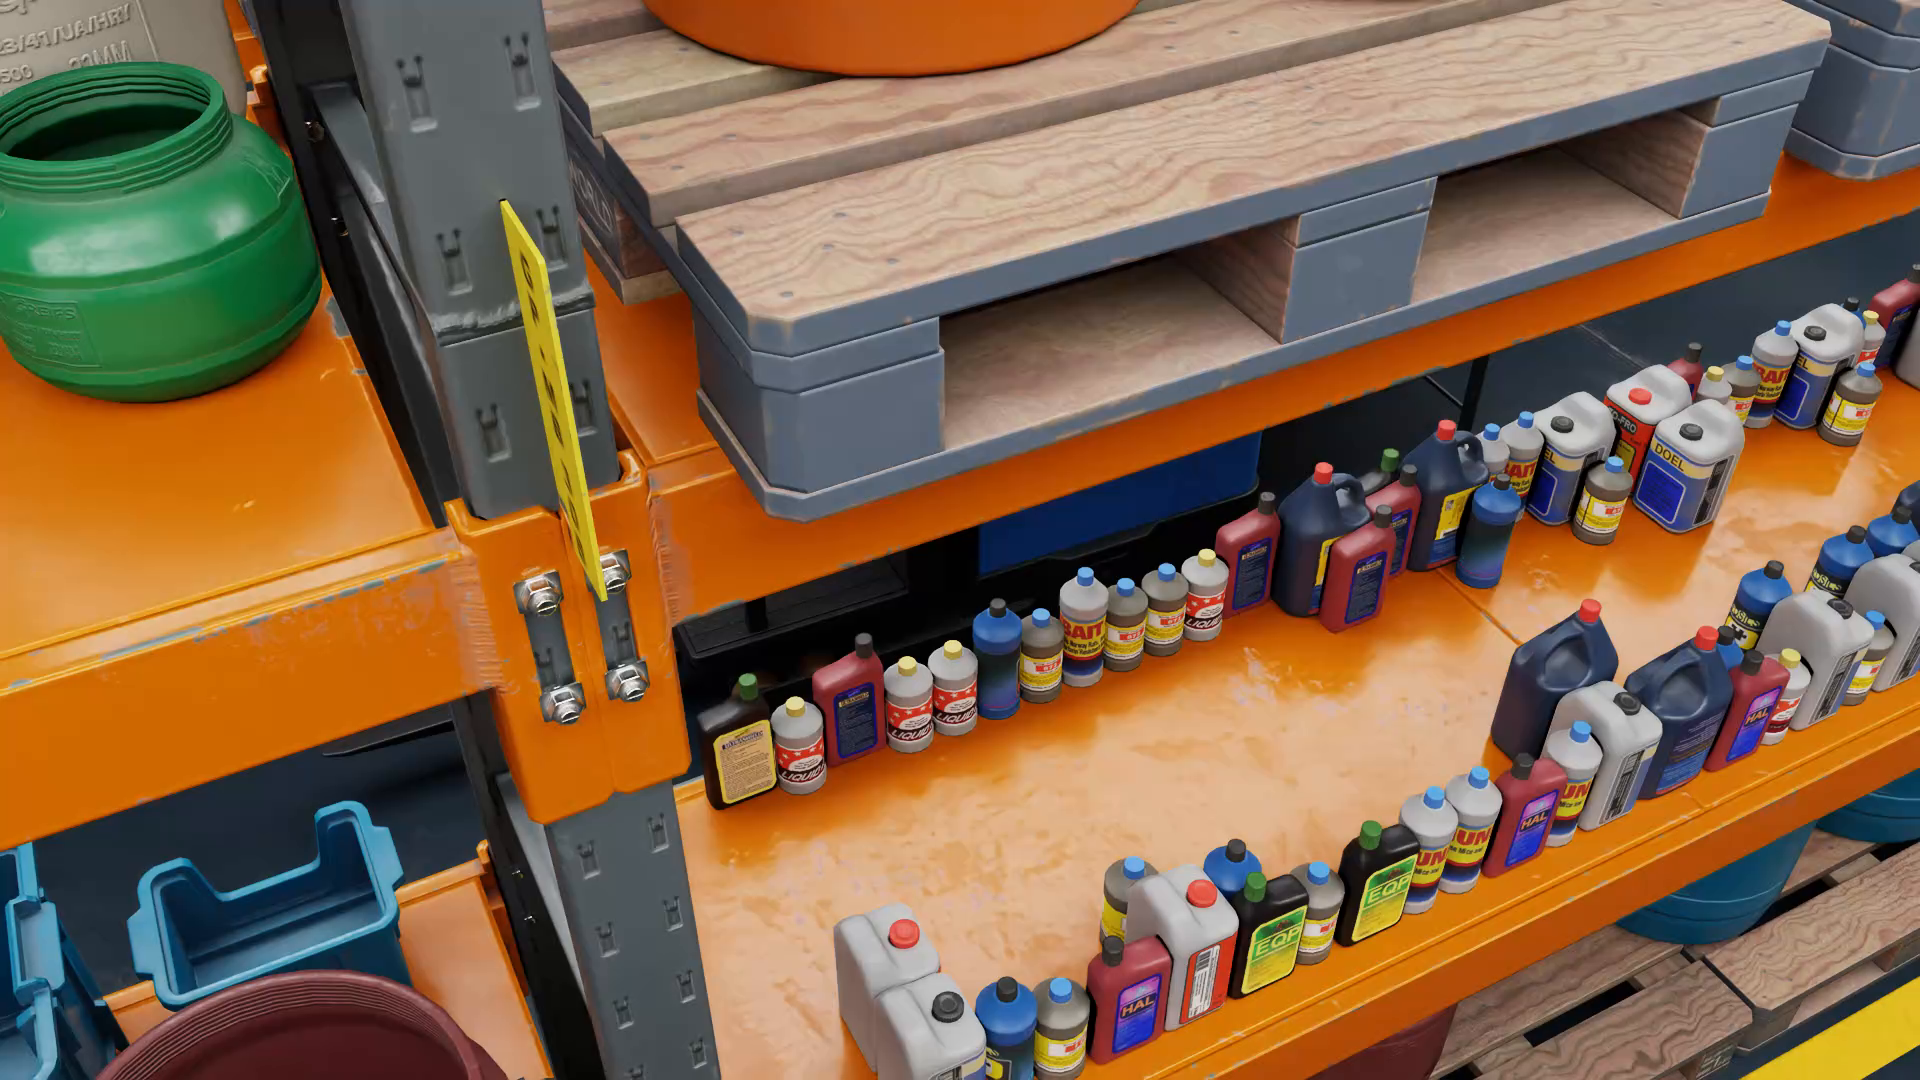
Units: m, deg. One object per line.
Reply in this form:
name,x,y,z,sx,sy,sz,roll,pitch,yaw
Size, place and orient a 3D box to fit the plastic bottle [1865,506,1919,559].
plastic bottle,1.925,0.043,3.477,0.097,0.271,0.097,0,40,0

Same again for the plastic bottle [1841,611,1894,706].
plastic bottle,1.789,0.226,3.315,0.097,0.201,0.097,0,40,0

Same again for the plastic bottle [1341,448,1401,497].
plastic bottle,0.881,-0.065,3.596,0.133,0.283,0.061,-19,44,-21

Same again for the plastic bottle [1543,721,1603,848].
plastic bottle,1.096,0.433,3.016,0.097,0.271,0.097,0,40,0

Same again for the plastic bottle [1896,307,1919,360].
plastic bottle,2.448,-0.593,4.219,0.133,0.283,0.061,-19,44,-21

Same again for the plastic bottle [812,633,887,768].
plastic bottle,-0.211,0.302,3.162,0.133,0.283,0.061,-19,44,-21

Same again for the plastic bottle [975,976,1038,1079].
plastic bottle,0.071,0.778,2.609,0.097,0.271,0.097,0,40,0

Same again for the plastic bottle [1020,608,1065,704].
plastic bottle,0.159,0.222,3.320,0.097,0.201,0.097,0,40,0

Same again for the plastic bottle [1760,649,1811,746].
plastic bottle,1.584,0.296,3.233,0.097,0.201,0.097,0,40,0

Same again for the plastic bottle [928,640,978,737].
plastic bottle,-0.014,0.280,3.251,0.097,0.201,0.097,0,40,0

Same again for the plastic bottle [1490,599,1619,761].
plastic bottle,1.140,0.260,3.159,0.185,0.351,0.144,-19,44,-21

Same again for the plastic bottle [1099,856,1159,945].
plastic bottle,0.292,0.619,2.850,0.097,0.201,0.097,0,40,0

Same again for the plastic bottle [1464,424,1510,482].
plastic bottle,1.155,-0.140,3.693,0.097,0.271,0.097,0,40,0

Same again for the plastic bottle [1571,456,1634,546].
plastic bottle,1.431,-0.095,3.695,0.097,0.201,0.097,0,40,0

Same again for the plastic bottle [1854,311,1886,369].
plastic bottle,2.236,-0.477,4.145,0.097,0.201,0.097,0,40,0

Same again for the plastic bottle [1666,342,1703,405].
plastic bottle,1.661,-0.328,3.906,0.133,0.283,0.061,-19,44,-21

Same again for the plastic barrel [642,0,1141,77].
plastic barrel,-0.072,-0.945,1.566,0.708,0.830,0.600,-19,44,-21

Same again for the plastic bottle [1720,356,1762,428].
plastic bottle,1.858,-0.349,3.995,0.097,0.201,0.097,0,40,0

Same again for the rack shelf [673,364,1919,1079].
rack shelf,1.197,0.369,3.549,4.000,0.370,1.077,-19,44,-21

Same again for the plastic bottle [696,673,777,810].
plastic bottle,-0.415,0.371,3.081,0.133,0.283,0.061,-19,44,-21

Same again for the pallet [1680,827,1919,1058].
pallet,2.267,0.768,4.679,1.213,0.211,1.003,-19,44,-21

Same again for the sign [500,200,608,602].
sign,-0.317,-0.100,1.306,0.005,0.325,0.100,-19,44,-21

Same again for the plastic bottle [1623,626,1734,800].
plastic bottle,1.329,0.307,3.104,0.185,0.351,0.144,-19,44,-21

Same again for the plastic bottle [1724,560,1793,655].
plastic bottle,1.600,0.153,3.348,0.097,0.271,0.097,0,40,0

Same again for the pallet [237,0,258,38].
pallet,-2.293,-2.317,6.314,1.003,0.211,1.213,-19,44,-21

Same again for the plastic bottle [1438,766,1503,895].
plastic bottle,0.891,0.502,2.935,0.097,0.271,0.097,0,40,0

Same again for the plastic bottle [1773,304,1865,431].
plastic bottle,2.059,-0.426,4.028,0.135,0.276,0.152,-19,44,-21

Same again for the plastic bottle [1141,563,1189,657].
plastic bottle,0.418,0.135,3.423,0.097,0.201,0.097,0,40,0

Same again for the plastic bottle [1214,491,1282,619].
plastic bottle,0.598,0.030,3.484,0.133,0.283,0.061,-19,44,-21

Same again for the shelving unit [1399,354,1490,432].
shelving unit,1.321,-0.958,5.721,1.048,1.500,0.538,-17,43,-19

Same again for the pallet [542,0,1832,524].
pallet,0.146,-0.554,1.907,1.213,0.211,1.003,-19,44,-21

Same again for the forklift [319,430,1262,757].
forklift,-0.566,-0.948,4.601,3.031,2.935,1.130,-17,43,-19

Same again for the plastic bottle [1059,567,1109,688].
plastic bottle,0.245,0.166,3.331,0.097,0.271,0.097,0,40,0

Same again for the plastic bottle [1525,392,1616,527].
plastic bottle,1.357,-0.190,3.748,0.135,0.276,0.152,-19,44,-21

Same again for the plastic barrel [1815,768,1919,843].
plastic barrel,2.480,0.291,4.384,0.708,0.901,0.600,-19,44,-21

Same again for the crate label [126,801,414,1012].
crate label,-1.124,0.666,2.771,0.416,0.233,0.303,-19,44,-21

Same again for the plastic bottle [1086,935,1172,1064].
plastic bottle,0.269,0.720,2.668,0.133,0.283,0.061,-19,44,-21

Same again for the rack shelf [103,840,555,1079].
rack shelf,-2.351,1.563,2.139,4.000,0.370,1.077,-19,44,-21

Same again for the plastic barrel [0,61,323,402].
plastic barrel,-0.773,-0.291,1.571,0.294,0.245,0.294,0,40,0

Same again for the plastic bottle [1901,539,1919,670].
plastic bottle,1.999,0.107,3.397,0.135,0.276,0.152,-19,44,-21

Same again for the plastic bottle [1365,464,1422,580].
plastic bottle,0.909,-0.030,3.555,0.133,0.283,0.061,-19,44,-21

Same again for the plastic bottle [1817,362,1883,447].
plastic bottle,2.134,-0.332,3.974,0.097,0.201,0.097,0,40,0

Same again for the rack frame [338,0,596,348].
rack frame,-0.577,-1.598,0.673,0.127,3.000,1.000,-19,44,-21

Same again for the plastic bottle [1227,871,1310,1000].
plastic bottle,0.506,0.640,2.762,0.133,0.283,0.061,-19,44,-21

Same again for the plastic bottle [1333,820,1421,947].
plastic bottle,0.711,0.571,2.844,0.133,0.283,0.061,-19,44,-21

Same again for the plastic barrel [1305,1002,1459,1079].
plastic barrel,0.851,0.959,3.837,0.708,0.588,0.600,-19,44,-21
